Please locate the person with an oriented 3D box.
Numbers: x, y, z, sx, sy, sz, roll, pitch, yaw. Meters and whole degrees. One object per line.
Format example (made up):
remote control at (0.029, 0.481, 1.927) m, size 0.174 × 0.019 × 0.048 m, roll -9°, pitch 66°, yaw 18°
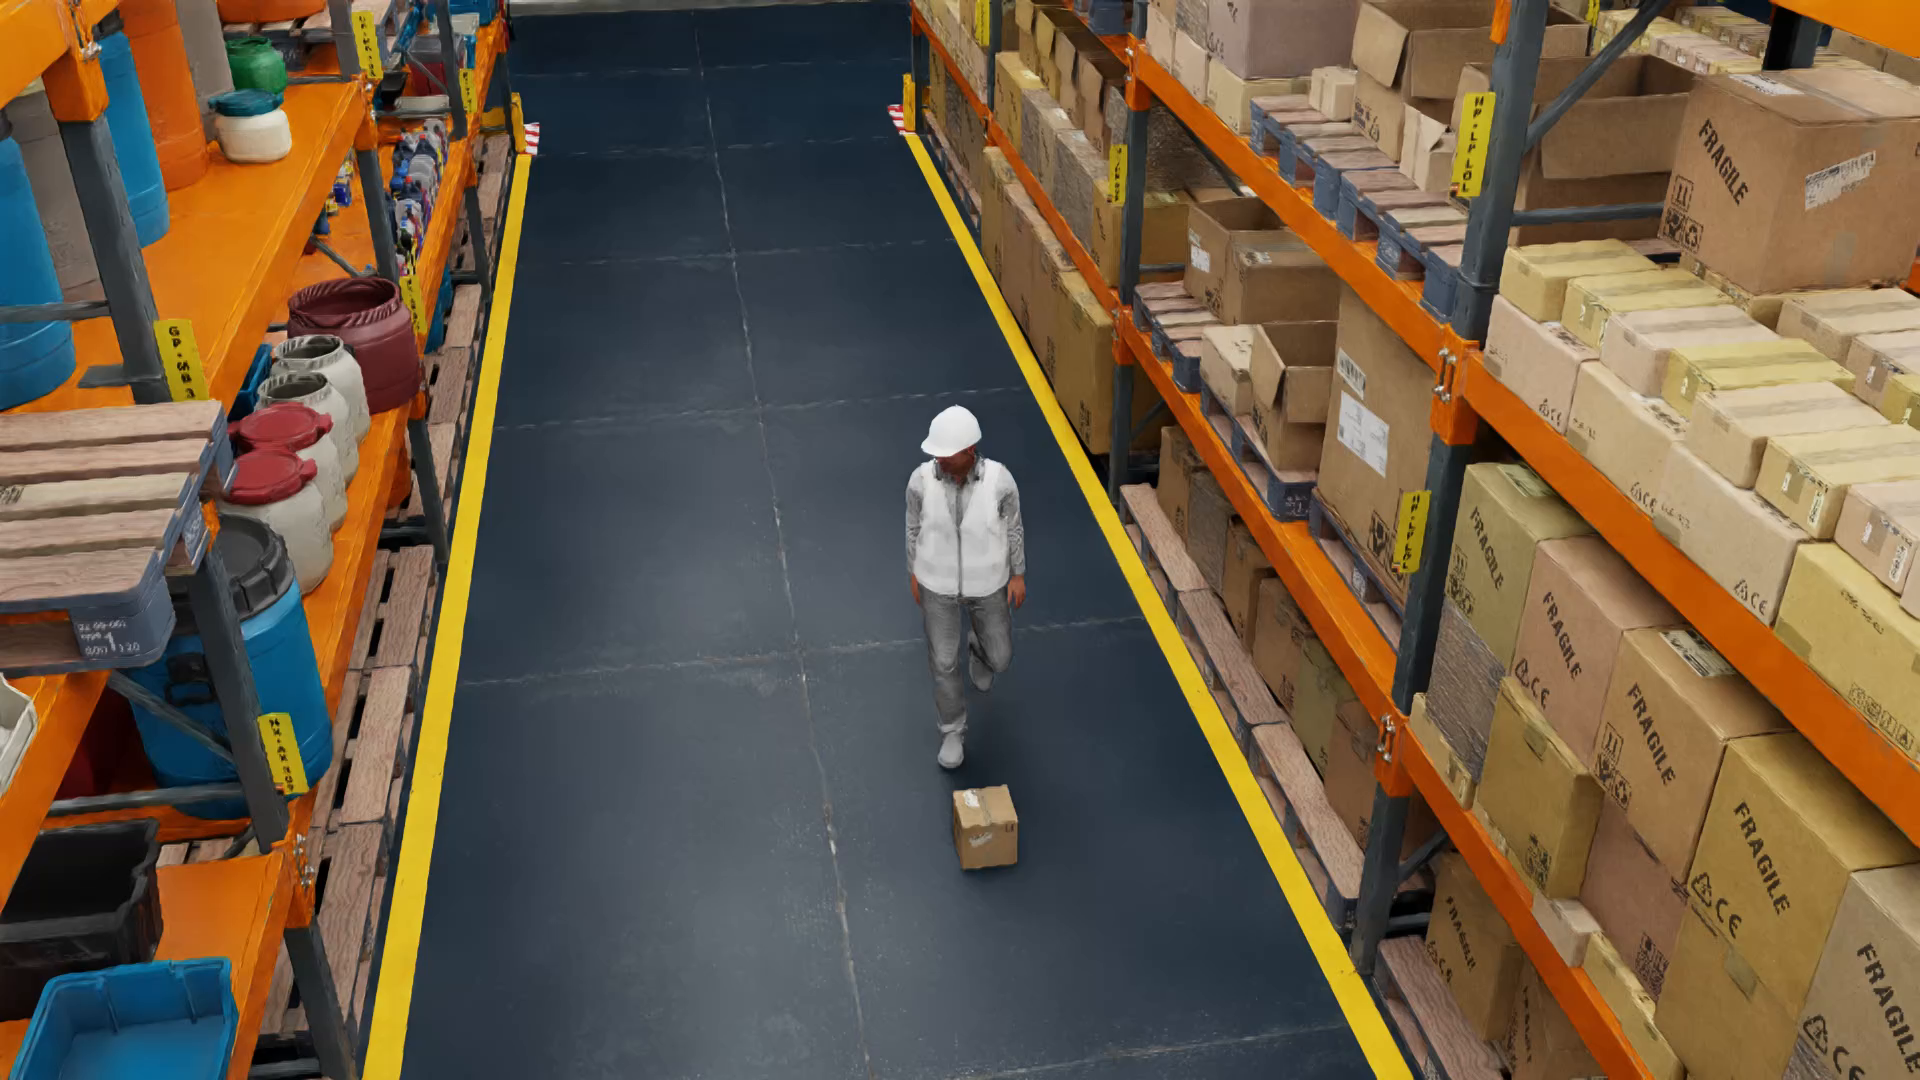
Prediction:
person at (0.025, 0.164, 7.815) m, size 0.561 × 1.762 × 0.758 m, roll 1°, pitch 30°, yaw 1°
